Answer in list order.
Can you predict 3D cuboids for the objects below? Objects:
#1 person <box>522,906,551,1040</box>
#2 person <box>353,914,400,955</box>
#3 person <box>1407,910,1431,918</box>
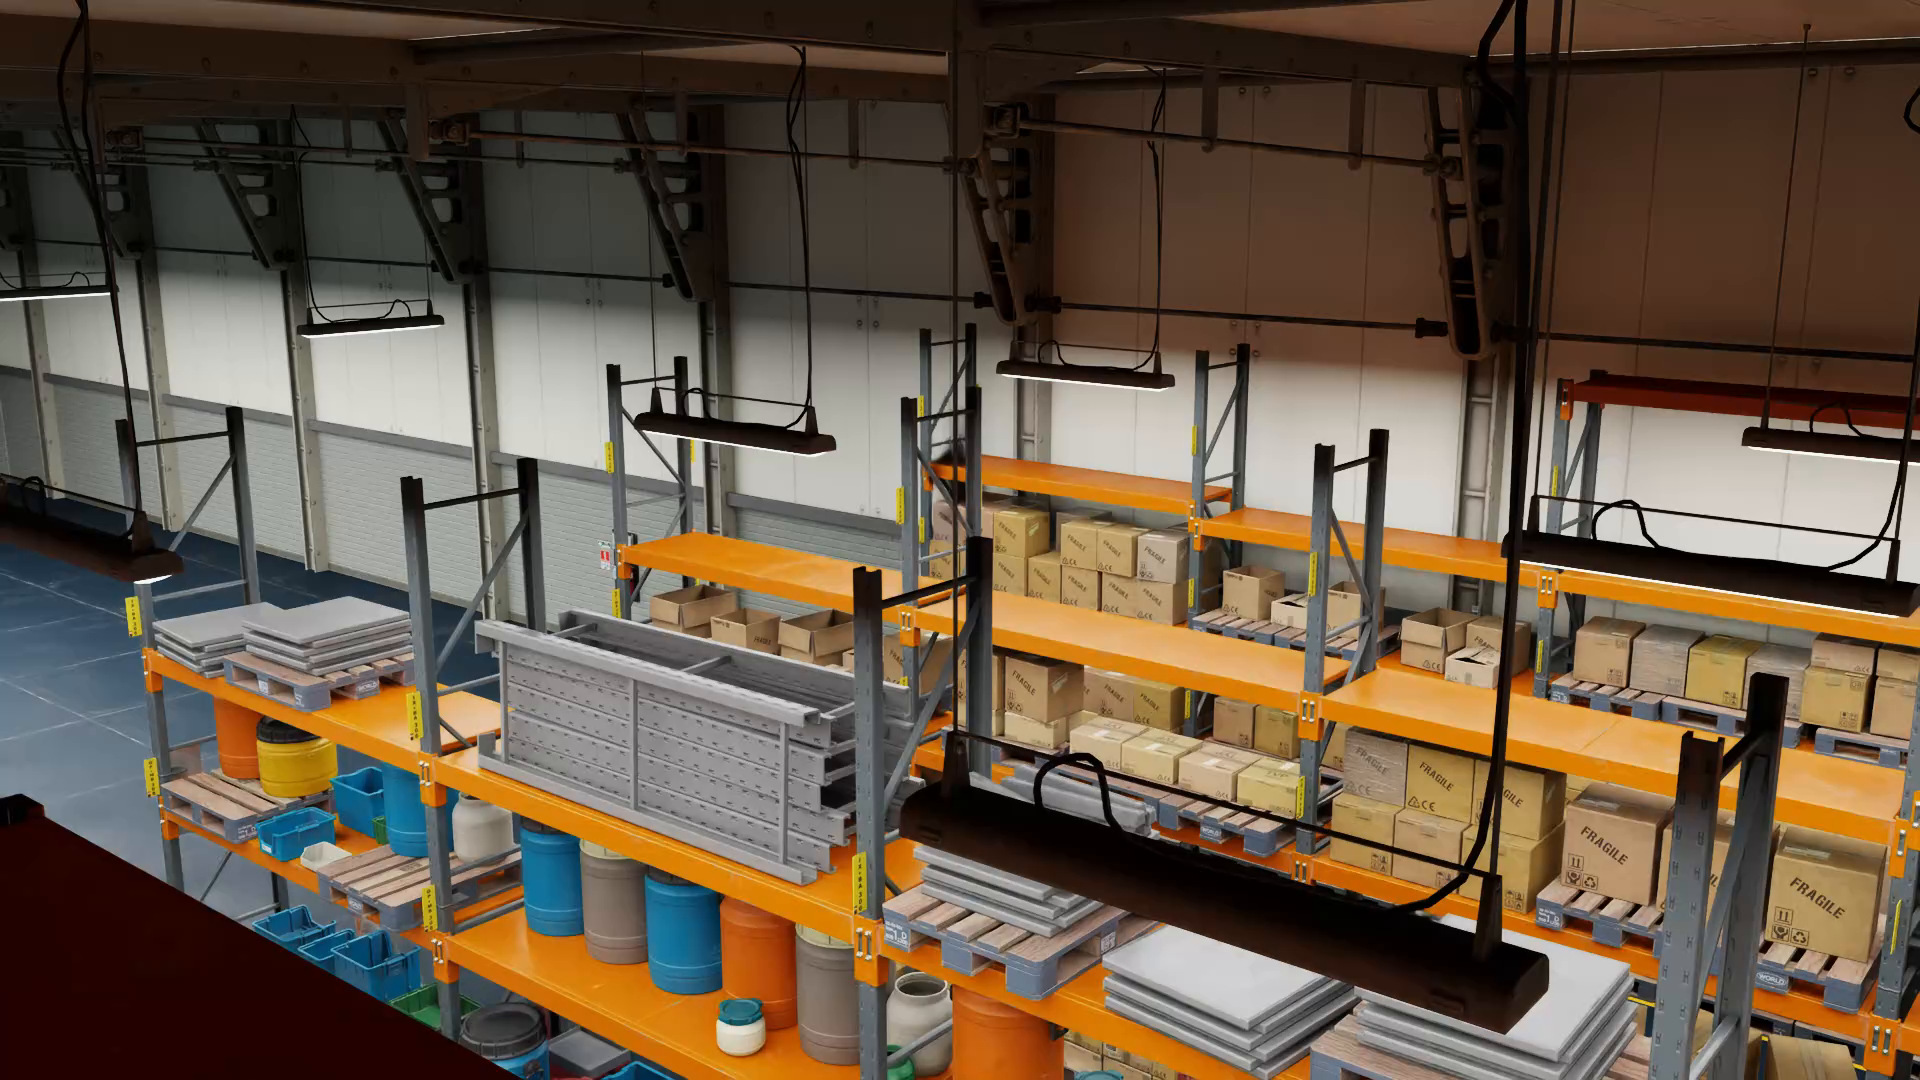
[{"bbox_3d":[-3.700,4.029,14.816,0.833,1.579,0.547,11,17,41],"label":"person"},{"bbox_3d":[-5.648,3.713,15.989,0.485,1.653,0.525,6,14,26],"label":"person"},{"bbox_3d":[4.057,4.003,14.706,0.587,1.738,0.897,-12,17,-43],"label":"person"}]
